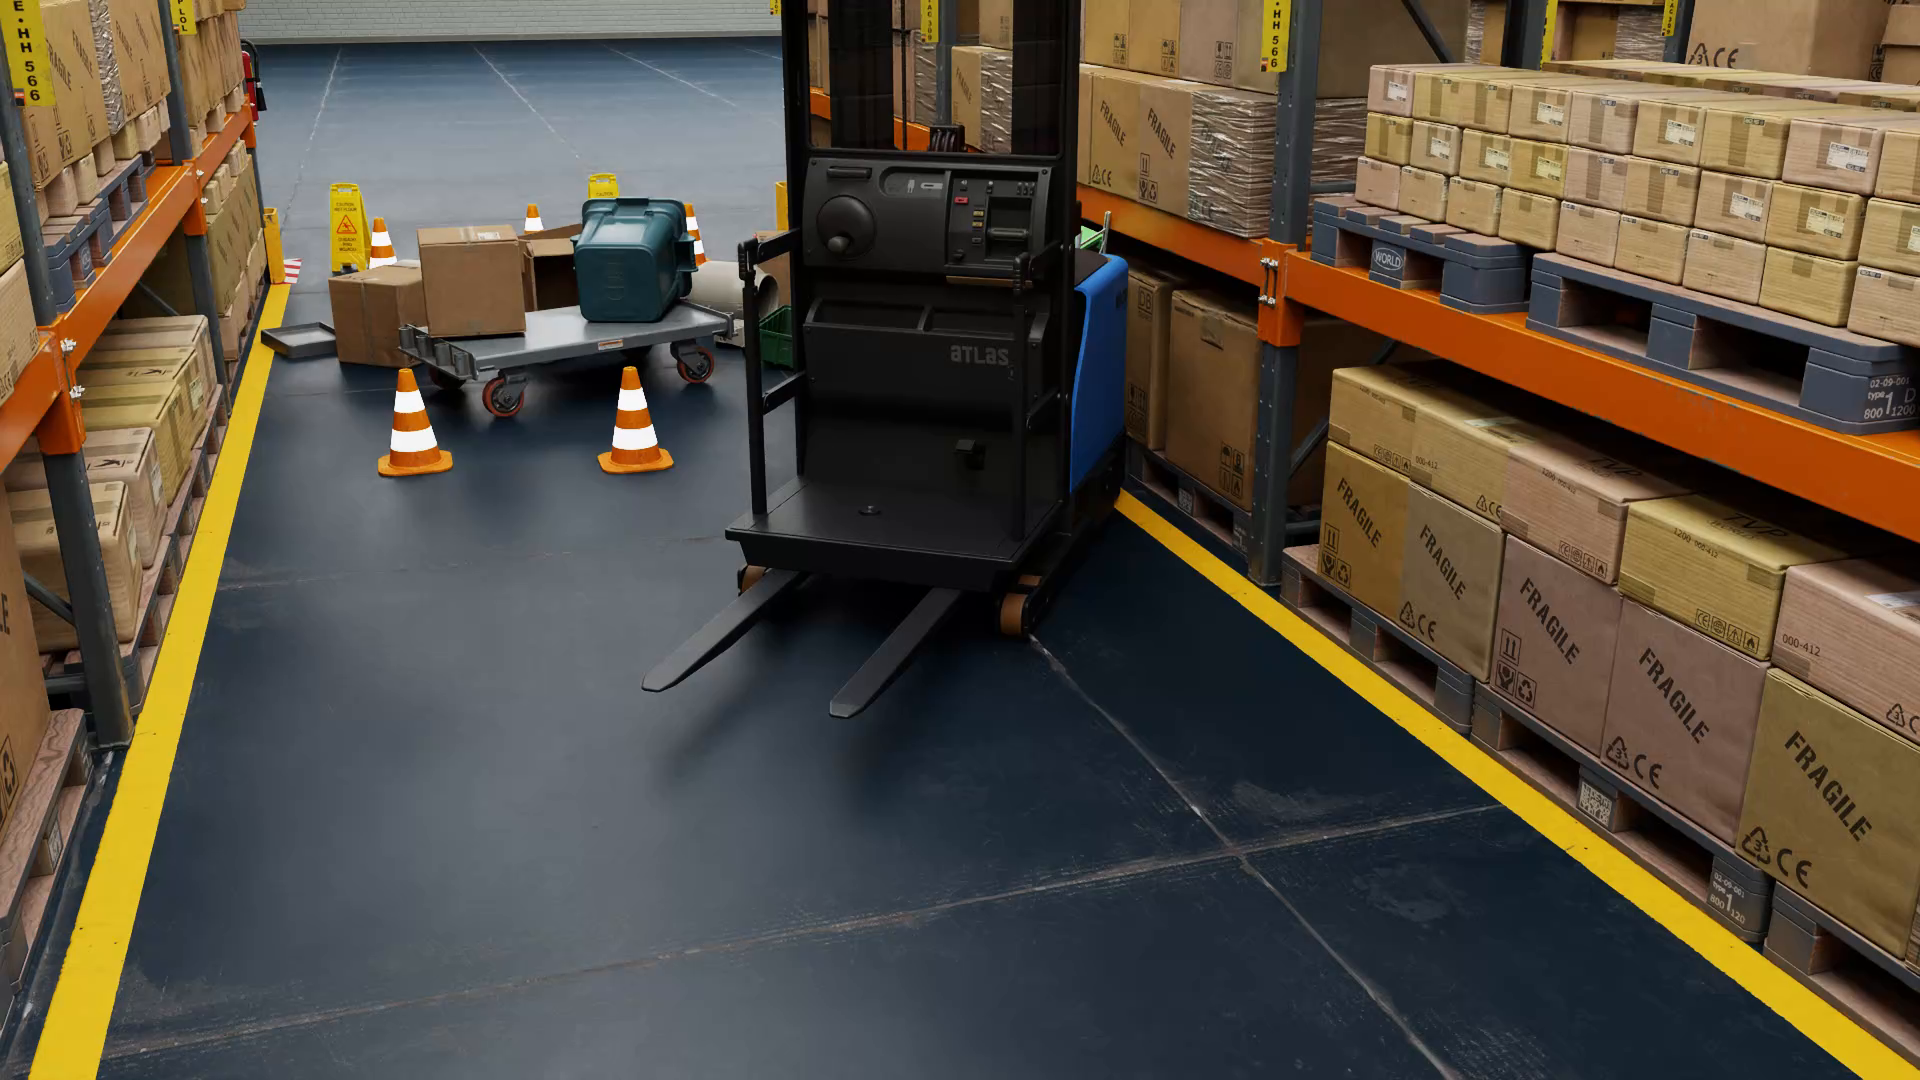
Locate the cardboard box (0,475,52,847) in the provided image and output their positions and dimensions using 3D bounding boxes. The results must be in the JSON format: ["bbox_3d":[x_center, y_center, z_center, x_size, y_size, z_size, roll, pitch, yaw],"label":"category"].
[{"bbox_3d":[-2.915,0.297,4.174,0.875,0.875,0.875,-7,21,-18],"label":"cardboard box"}]

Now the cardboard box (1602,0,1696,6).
[{"bbox_3d":[4.695,-3.845,11.118,0.500,0.500,0.500,-6,21,-17],"label":"cardboard box"}]

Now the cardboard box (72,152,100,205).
[{"bbox_3d":[-3.145,-1.217,5.617,0.380,0.149,0.250,-6,21,-17],"label":"cardboard box"}]

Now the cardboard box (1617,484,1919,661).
[{"bbox_3d":[2.069,0.069,4.255,0.500,0.250,0.500,-7,21,-20],"label":"cardboard box"}]

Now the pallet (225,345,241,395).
[{"bbox_3d":[-4.555,-0.919,9.163,1.003,0.211,1.213,-6,21,-17],"label":"pallet"}]

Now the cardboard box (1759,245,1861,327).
[{"bbox_3d":[2.146,-0.614,3.939,0.380,0.149,0.250,-5,20,-15],"label":"cardboard box"}]

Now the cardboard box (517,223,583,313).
[{"bbox_3d":[-2.612,-1.834,11.277,0.637,0.503,0.797,12,23,30],"label":"cardboard box"}]

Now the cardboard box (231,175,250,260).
[{"bbox_3d":[-4.749,-2.000,10.386,0.500,0.500,0.500,-7,21,-18],"label":"cardboard box"}]

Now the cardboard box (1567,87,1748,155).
[{"bbox_3d":[1.905,-1.148,4.545,0.380,0.149,0.250,-5,20,-15],"label":"cardboard box"}]

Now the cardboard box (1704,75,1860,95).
[{"bbox_3d":[2.450,-1.295,4.955,0.380,0.149,0.250,-6,21,-16],"label":"cardboard box"}]

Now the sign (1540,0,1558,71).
[{"bbox_3d":[2.126,-1.863,6.069,0.100,0.325,0.005,-6,21,-17],"label":"sign"}]

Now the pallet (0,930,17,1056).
[{"bbox_3d":[-2.497,1.228,3.185,1.003,0.211,1.213,-6,21,-17],"label":"pallet"}]

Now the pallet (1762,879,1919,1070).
[{"bbox_3d":[2.625,1.052,3.675,1.003,0.211,1.213,-6,21,-17],"label":"pallet"}]

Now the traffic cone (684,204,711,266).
[{"bbox_3d":[-2.081,-2.346,12.764,0.336,0.463,0.334,-6,21,-17],"label":"traffic cone"}]

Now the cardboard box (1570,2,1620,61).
[{"bbox_3d":[4.891,-3.575,11.843,0.875,0.500,0.500,-6,21,-17],"label":"cardboard box"}]

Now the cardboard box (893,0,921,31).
[{"bbox_3d":[-0.010,-3.443,10.245,0.875,0.550,0.550,-6,21,-17],"label":"cardboard box"}]

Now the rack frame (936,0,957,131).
[{"bbox_3d":[0.357,-2.578,9.656,1.000,3.000,0.127,-6,21,-17],"label":"rack frame"}]

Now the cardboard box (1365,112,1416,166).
[{"bbox_3d":[1.576,-1.337,5.513,0.380,0.149,0.250,-5,20,-15],"label":"cardboard box"}]

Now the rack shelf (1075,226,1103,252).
[{"bbox_3d":[0.385,-1.359,7.515,0.480,0.148,0.258,28,45,27],"label":"rack shelf"}]

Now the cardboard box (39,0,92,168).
[{"bbox_3d":[-3.145,-1.456,5.324,0.500,0.500,0.500,-5,20,-14],"label":"cardboard box"}]

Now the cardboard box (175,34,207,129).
[{"bbox_3d":[-4.184,-2.377,8.510,0.500,0.500,0.500,-6,21,-17],"label":"cardboard box"}]

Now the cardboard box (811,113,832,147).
[{"bbox_3d":[-0.624,-2.849,12.932,0.875,0.875,0.875,-6,21,-17],"label":"cardboard box"}]

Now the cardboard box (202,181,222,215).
[{"bbox_3d":[-4.222,-1.846,8.995,0.380,0.149,0.250,-6,21,-16],"label":"cardboard box"}]

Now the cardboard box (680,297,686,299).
[{"bbox_3d":[-1.932,-1.647,11.109,0.396,0.266,0.258,-3,20,-8],"label":"cardboard box"}]

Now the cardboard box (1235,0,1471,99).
[{"bbox_3d":[1.483,-1.957,6.301,0.700,0.500,0.500,-7,21,-17],"label":"cardboard box"}]

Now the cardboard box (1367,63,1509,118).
[{"bbox_3d":[1.577,-1.483,5.479,0.380,0.149,0.250,-6,21,-17],"label":"cardboard box"}]

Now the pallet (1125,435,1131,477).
[{"bbox_3d":[1.058,-0.634,8.369,1.003,0.211,1.213,-6,21,-17],"label":"pallet"}]

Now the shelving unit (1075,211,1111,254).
[{"bbox_3d":[0.360,-1.036,7.776,0.503,1.200,0.258,28,45,27],"label":"shelving unit"}]

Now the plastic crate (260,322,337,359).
[{"bbox_3d":[-4.025,-1.236,10.240,0.402,0.080,0.583,-15,25,-36],"label":"plastic crate"}]

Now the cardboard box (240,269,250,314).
[{"bbox_3d":[-4.587,-1.481,10.049,0.500,0.250,0.500,-7,21,-18],"label":"cardboard box"}]

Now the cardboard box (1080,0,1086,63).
[{"bbox_3d":[0.841,-2.610,8.118,0.700,0.500,0.500,-6,21,-17],"label":"cardboard box"}]

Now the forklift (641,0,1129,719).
[{"bbox_3d":[-0.189,-1.177,5.857,1.130,2.935,3.031,6,21,16],"label":"forklift"}]

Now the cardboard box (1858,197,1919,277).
[{"bbox_3d":[2.229,-0.672,3.660,0.380,0.149,0.250,-8,21,-20],"label":"cardboard box"}]

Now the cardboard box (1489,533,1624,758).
[{"bbox_3d":[1.921,0.264,4.821,0.500,0.500,0.500,-7,21,-19],"label":"cardboard box"}]

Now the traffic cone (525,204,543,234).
[{"bbox_3d":[-3.261,-2.335,12.734,0.336,0.463,0.334,-6,21,-17],"label":"traffic cone"}]

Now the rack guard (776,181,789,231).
[{"bbox_3d":[-0.908,-2.693,13.674,1.175,0.500,0.348,-6,21,-17],"label":"rack guard"}]

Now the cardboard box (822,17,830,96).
[{"bbox_3d":[-0.490,-3.451,11.864,0.875,0.550,0.550,-6,21,-17],"label":"cardboard box"}]

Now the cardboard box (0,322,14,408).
[{"bbox_3d":[-2.472,-0.368,3.726,0.500,0.250,0.500,-6,21,-16],"label":"cardboard box"}]

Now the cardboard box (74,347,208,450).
[{"bbox_3d":[-3.914,-0.582,7.366,0.950,0.372,0.625,-5,20,-14],"label":"cardboard box"}]

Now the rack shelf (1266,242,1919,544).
[{"bbox_3d":[2.243,-0.314,4.417,1.077,0.370,4.000,-6,21,-17],"label":"rack shelf"}]

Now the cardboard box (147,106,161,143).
[{"bbox_3d":[-3.705,-1.798,7.234,0.380,0.149,0.250,-7,21,-18],"label":"cardboard box"}]

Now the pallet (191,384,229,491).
[{"bbox_3d":[-4.064,-0.457,7.878,1.003,0.211,1.213,-6,21,-17],"label":"pallet"}]

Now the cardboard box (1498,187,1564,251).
[{"bbox_3d":[1.819,-0.950,4.873,0.380,0.149,0.250,-5,20,-15],"label":"cardboard box"}]

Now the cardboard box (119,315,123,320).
[{"bbox_3d":[-4.751,-1.084,8.944,0.500,0.250,0.500,-5,20,-15],"label":"cardboard box"}]

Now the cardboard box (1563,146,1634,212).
[{"bbox_3d":[1.907,-1.004,4.585,0.380,0.149,0.250,-6,21,-17],"label":"cardboard box"}]

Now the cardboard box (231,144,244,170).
[{"bbox_3d":[-4.813,-2.444,10.661,0.380,0.149,0.250,-6,21,-16],"label":"cardboard box"}]

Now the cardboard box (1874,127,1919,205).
[{"bbox_3d":[2.239,-0.811,3.607,0.380,0.149,0.250,-7,21,-19],"label":"cardboard box"}]

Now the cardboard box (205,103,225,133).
[{"bbox_3d":[-4.498,-2.448,9.666,0.380,0.149,0.250,-6,21,-17],"label":"cardboard box"}]

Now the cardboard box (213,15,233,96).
[{"bbox_3d":[-4.829,-3.023,10.308,0.500,0.500,0.500,-6,21,-17],"label":"cardboard box"}]

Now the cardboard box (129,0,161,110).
[{"bbox_3d":[-3.790,-2.121,7.176,0.500,0.500,0.500,-6,21,-17],"label":"cardboard box"}]

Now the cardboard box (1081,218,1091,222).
[{"bbox_3d":[0.637,-1.527,9.437,1.050,0.750,0.750,-6,21,-17],"label":"cardboard box"}]

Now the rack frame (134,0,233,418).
[{"bbox_3d":[-4.310,-2.020,8.102,1.000,3.000,0.127,-6,21,-17],"label":"rack frame"}]

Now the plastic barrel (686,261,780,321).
[{"bbox_3d":[-1.456,-1.566,10.651,0.512,0.421,0.421,8,21,20],"label":"plastic barrel"}]

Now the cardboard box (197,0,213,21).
[{"bbox_3d":[-4.383,-3.008,8.785,0.700,0.500,0.500,-6,21,-17],"label":"cardboard box"}]

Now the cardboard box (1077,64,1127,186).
[{"bbox_3d":[0.740,-1.942,7.738,0.500,0.500,0.500,-6,21,-16],"label":"cardboard box"}]
